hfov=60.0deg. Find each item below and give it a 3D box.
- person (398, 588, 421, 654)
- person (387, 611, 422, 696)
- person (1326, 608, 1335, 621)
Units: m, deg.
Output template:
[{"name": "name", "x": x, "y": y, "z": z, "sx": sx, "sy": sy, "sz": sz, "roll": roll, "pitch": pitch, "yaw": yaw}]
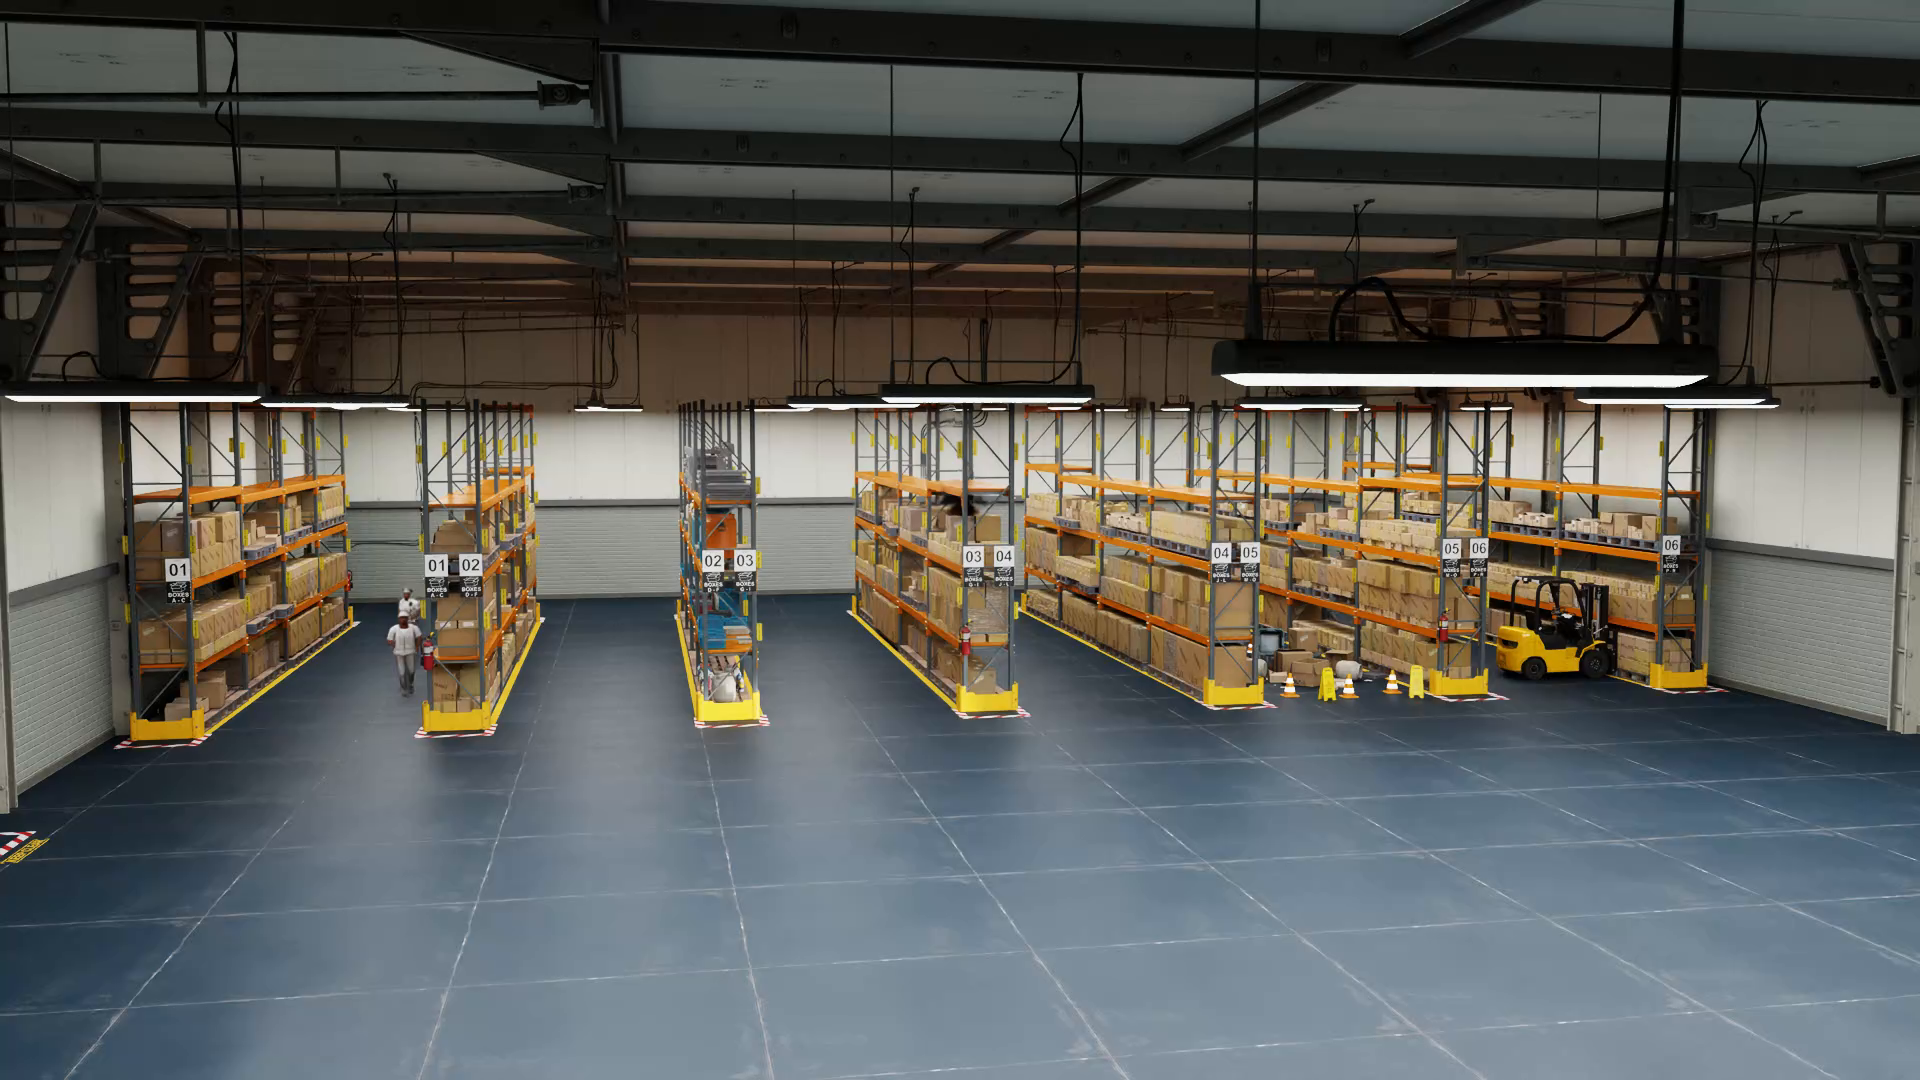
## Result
[{"name": "person", "x": -12.797, "y": 1.951, "z": 38.671, "sx": 0.575, "sy": 1.694, "sz": 0.805, "roll": 0, "pitch": 4, "yaw": -3}, {"name": "person", "x": -11.236, "y": 2.310, "z": 33.657, "sx": 0.680, "sy": 1.750, "sz": 0.626, "roll": -1, "pitch": 5, "yaw": -18}, {"name": "person", "x": 9.999, "y": 1.500, "z": 45.092, "sx": 0.587, "sy": 1.627, "sz": 0.871, "roll": -1, "pitch": 5, "yaw": -18}]
